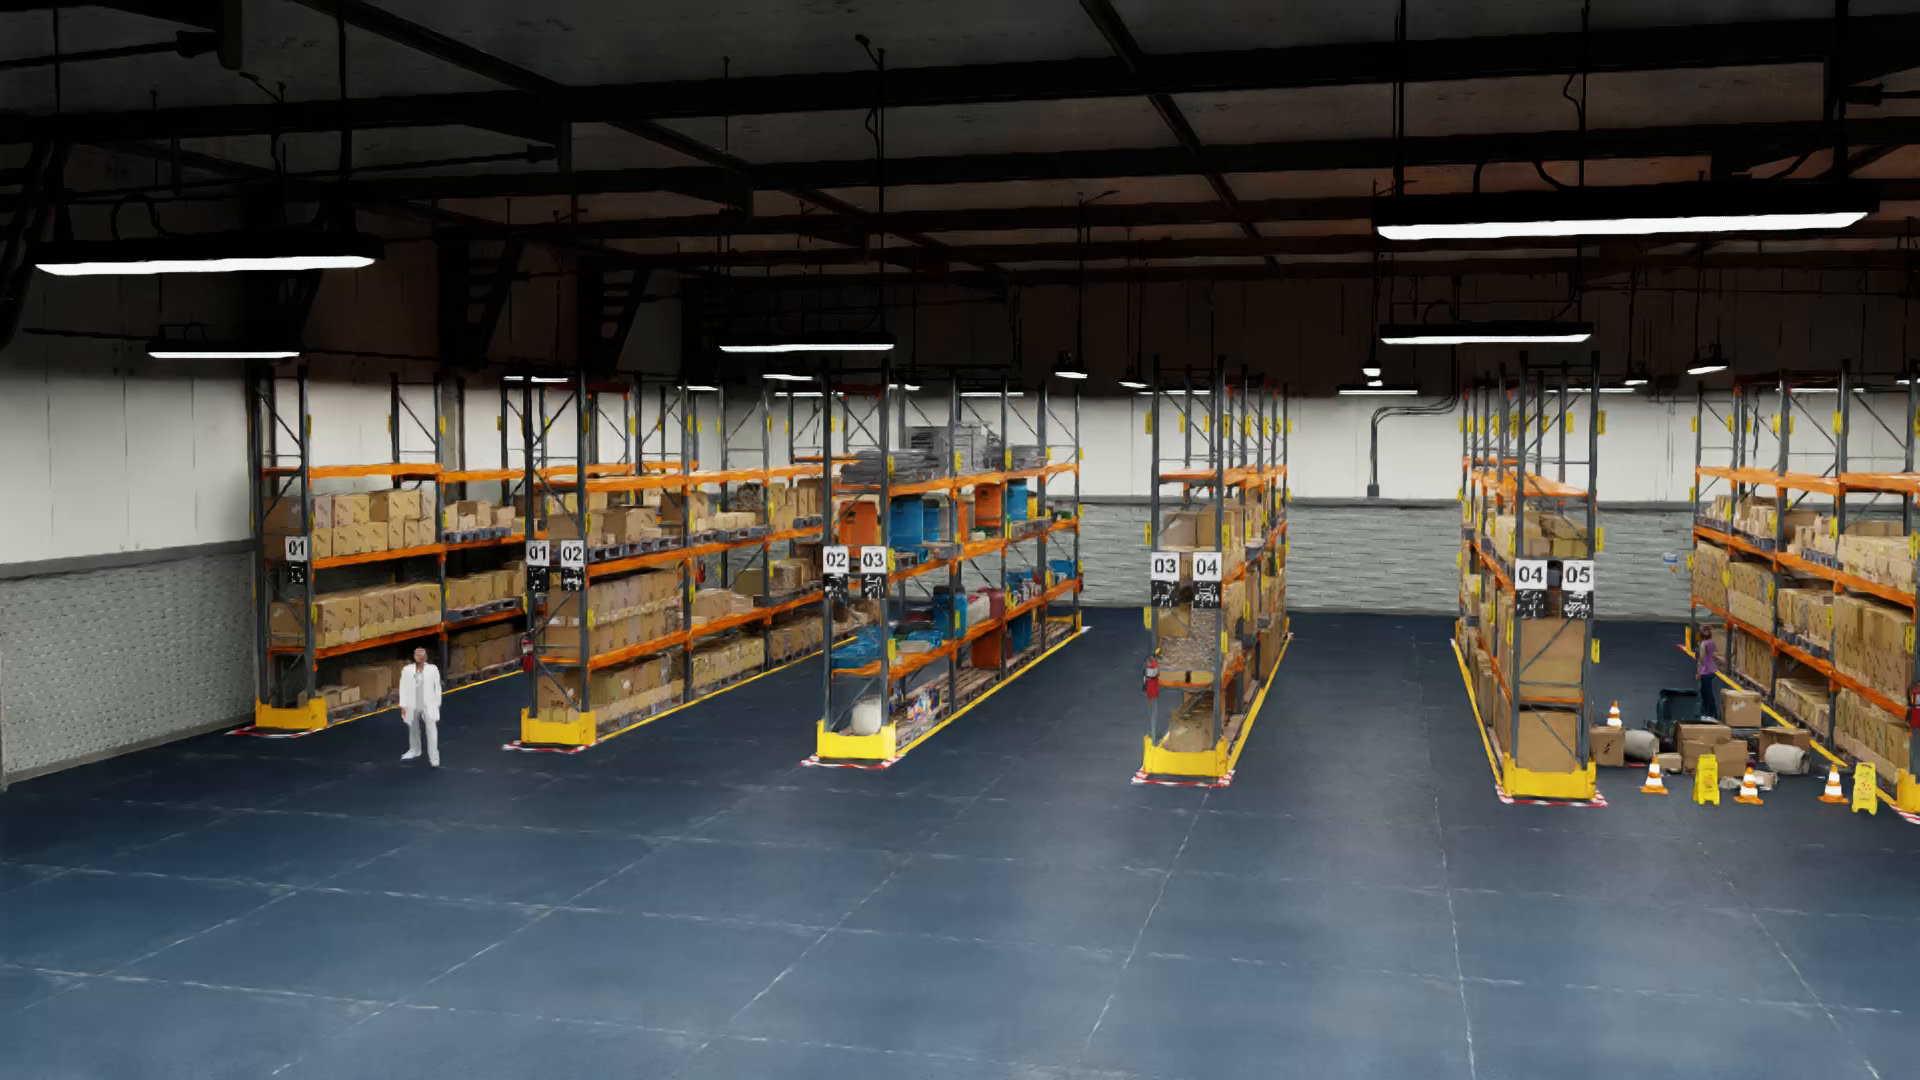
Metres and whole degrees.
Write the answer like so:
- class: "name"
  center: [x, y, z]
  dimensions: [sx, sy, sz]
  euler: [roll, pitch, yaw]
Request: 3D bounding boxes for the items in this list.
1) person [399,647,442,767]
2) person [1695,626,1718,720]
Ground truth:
- class: "person"
  center: [-7.949, 2.442, 24.456]
  dimensions: [0.615, 1.749, 1.008]
  euler: [-1, 4, -12]
- class: "person"
  center: [12.590, 2.254, 28.109]
  dimensions: [0.520, 1.591, 0.513]
  euler: [3, 5, 41]
